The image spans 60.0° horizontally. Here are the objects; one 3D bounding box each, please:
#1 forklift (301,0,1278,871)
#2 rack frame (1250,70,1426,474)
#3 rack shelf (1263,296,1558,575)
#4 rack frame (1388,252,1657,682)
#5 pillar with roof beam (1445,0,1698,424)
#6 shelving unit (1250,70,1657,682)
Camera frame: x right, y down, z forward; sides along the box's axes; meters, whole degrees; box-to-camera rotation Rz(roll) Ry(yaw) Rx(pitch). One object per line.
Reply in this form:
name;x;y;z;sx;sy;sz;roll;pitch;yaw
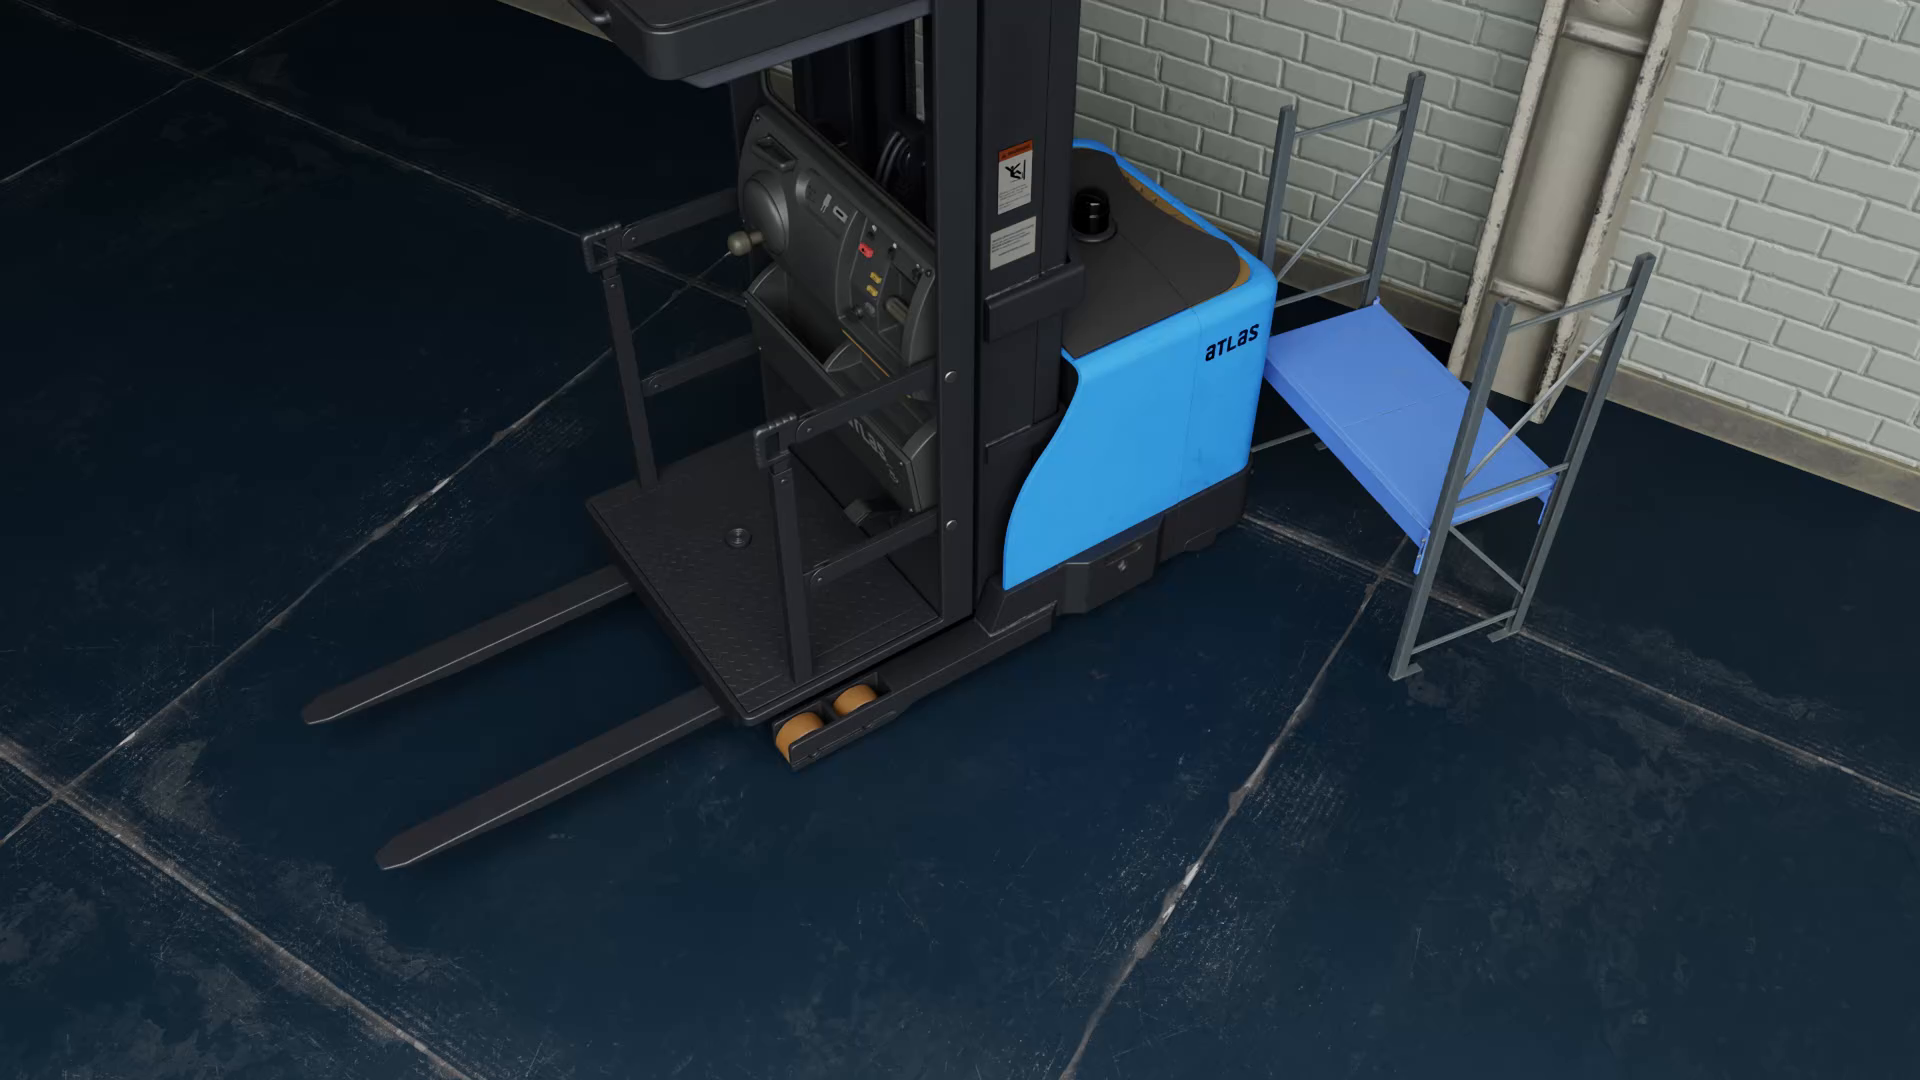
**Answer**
forklift;-0.521;-0.768;4.452;3.031;2.935;1.130;-26;51;-23
rack frame;1.177;-0.817;5.498;0.500;1.500;0.032;-18;49;-17
rack shelf;1.390;-0.361;5.305;0.538;0.185;1.000;-18;49;-17
rack frame;1.604;-0.155;4.855;0.500;1.500;0.032;-18;49;-17
pillar with roof beam;-0.252;-1.134;0.578;0.400;9.000;9.100;25;51;22
shelving unit;1.390;-0.486;5.176;0.538;1.500;1.048;-18;49;-17
